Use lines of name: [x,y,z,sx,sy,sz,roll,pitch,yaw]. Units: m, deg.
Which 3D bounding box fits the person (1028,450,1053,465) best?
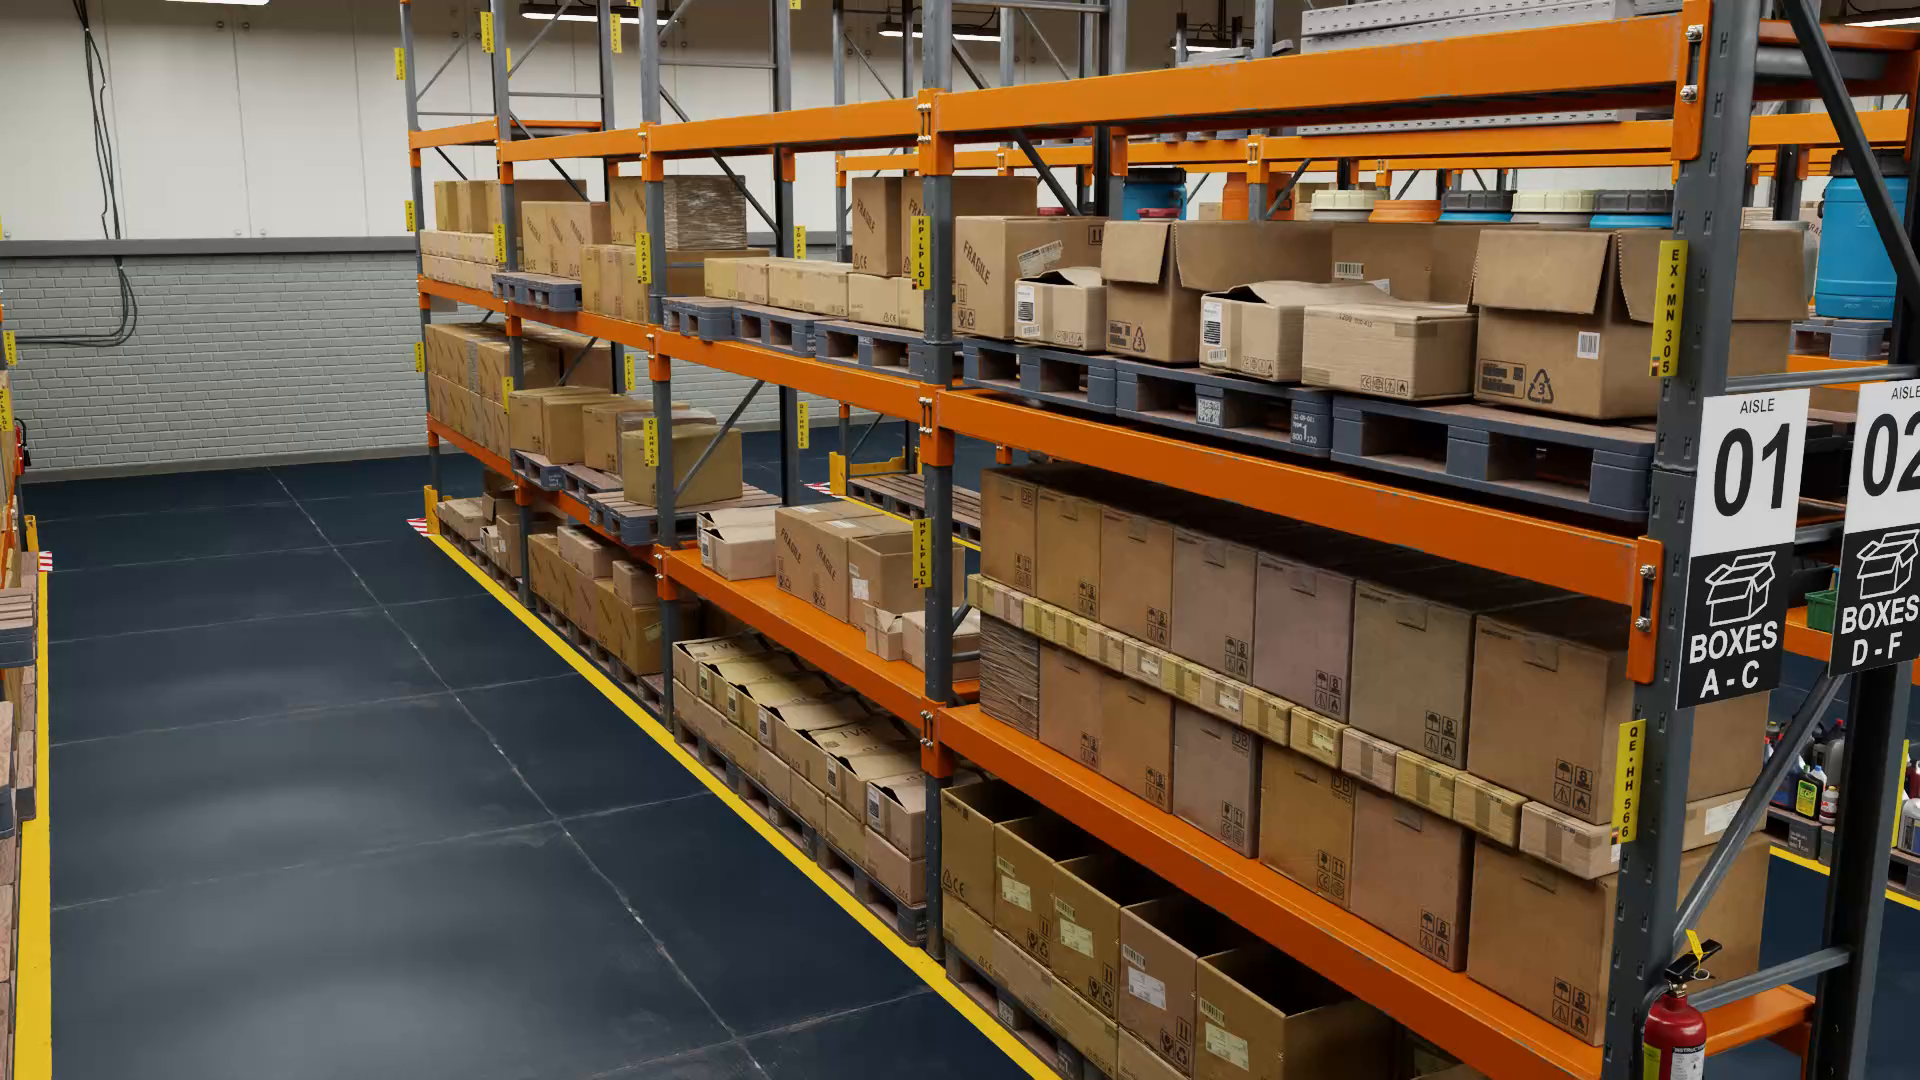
person: [0.794,-0.001,13.995,0.516,1.645,0.447,-6,13,-28]
